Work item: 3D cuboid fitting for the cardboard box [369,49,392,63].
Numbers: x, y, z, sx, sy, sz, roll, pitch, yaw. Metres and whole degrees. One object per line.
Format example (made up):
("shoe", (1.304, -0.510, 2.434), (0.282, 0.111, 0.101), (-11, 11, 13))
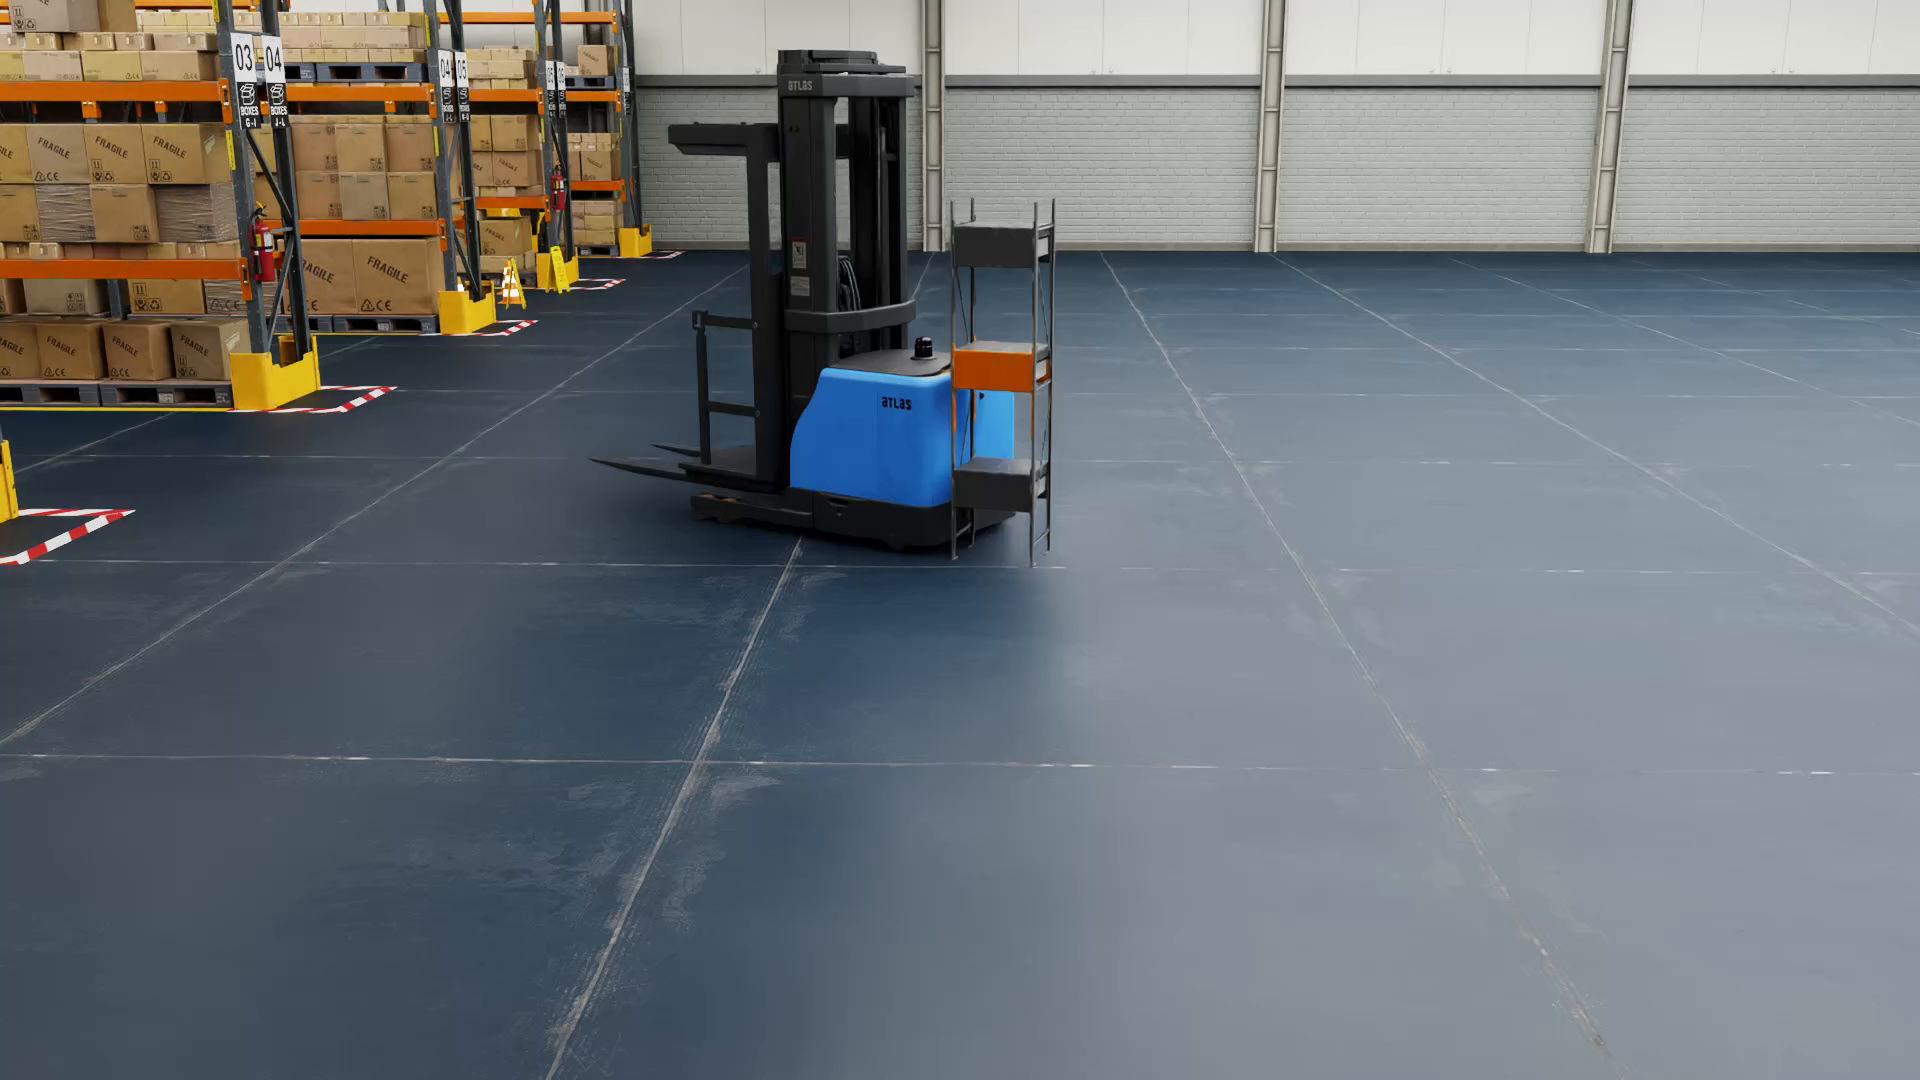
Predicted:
("cardboard box", (-6.534, -5.508, 18.932), (0.250, 0.149, 0.380), (0, 15, 2))

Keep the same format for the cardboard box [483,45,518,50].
("cardboard box", (-7.847, -8.278, 28.733), (0.637, 0.503, 0.797), (1, 15, 3))

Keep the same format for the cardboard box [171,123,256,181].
("cardboard box", (-6.712, -3.495, 14.968), (0.500, 0.500, 0.500), (0, 15, 1))

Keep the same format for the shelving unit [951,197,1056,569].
("shelving unit", (0.249, -0.915, 9.692), (0.503, 2.100, 0.431), (5, 16, 18))

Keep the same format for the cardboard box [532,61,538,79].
("cardboard box", (-6.412, -6.866, 24.317), (0.500, 0.250, 0.500), (0, 15, 0))

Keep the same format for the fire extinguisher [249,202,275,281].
("fire extinguisher", (-6.066, -2.591, 14.431), (0.183, 0.674, 0.296), (0, 15, 1))

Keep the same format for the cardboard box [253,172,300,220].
("cardboard box", (-7.951, -4.100, 19.708), (0.500, 0.550, 0.875), (0, 15, 1))

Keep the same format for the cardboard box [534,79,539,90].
("cardboard box", (-6.239, -6.687, 24.419), (0.250, 0.149, 0.380), (0, 15, 1))

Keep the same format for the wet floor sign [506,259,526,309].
("wet floor sign", (-5.862, -3.377, 21.874), (0.232, 0.644, 0.267), (-2, 15, -8))

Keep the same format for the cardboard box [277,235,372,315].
("cardboard box", (-7.501, -3.179, 19.851), (0.875, 0.875, 0.875), (0, 15, 1))

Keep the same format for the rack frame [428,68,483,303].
("rack frame", (-5.941, -4.010, 19.661), (0.127, 3.000, 1.000), (0, 15, 1))

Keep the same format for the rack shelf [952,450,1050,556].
("rack shelf", (0.249, -0.225, 9.874), (0.480, 0.518, 0.431), (5, 16, 18))

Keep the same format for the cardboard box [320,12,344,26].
("cardboard box", (-7.052, -5.897, 18.841), (0.250, 0.149, 0.380), (1, 15, 2))

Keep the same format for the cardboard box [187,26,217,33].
("cardboard box", (-8.450, -5.729, 18.986), (0.500, 0.250, 0.500), (0, 15, 1))

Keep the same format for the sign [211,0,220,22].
("sign", (-6.203, -4.483, 13.837), (0.005, 0.325, 0.100), (0, 15, 1))

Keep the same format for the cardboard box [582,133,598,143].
("cardboard box", (-6.404, -6.987, 28.894), (0.250, 0.149, 0.380), (0, 15, 2))

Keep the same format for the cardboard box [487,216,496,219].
("cardboard box", (-7.262, -4.588, 24.946), (0.500, 0.500, 0.500), (0, 15, -1))

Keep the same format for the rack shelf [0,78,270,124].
("rack shelf", (-8.168, -3.862, 14.628), (4.000, 0.370, 1.077), (0, 15, 1))

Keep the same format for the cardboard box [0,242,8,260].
("cardboard box", (-8.461, -2.566, 14.680), (0.250, 0.149, 0.380), (0, 15, 1))

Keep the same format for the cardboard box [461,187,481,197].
("cardboard box", (-7.065, -5.074, 24.186), (0.250, 0.149, 0.380), (1, 15, 2))

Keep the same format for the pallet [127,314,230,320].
("pallet", (-9.182, -2.663, 20.021), (1.213, 0.211, 1.003), (0, 15, 1))

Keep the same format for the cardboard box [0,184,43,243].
("cardboard box", (-8.219, -2.942, 14.833), (0.500, 0.500, 0.875), (0, 15, 1))

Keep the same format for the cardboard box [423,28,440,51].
("cardboard box", (-6.417, -5.852, 19.453), (0.500, 0.250, 0.500), (0, 15, 1))

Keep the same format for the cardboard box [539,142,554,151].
("cardboard box", (-7.176, -6.838, 28.910), (0.250, 0.149, 0.380), (0, 15, 0))

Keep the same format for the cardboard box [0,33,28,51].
("cardboard box", (-8.028, -4.263, 14.251), (0.250, 0.149, 0.380), (0, 15, -1))

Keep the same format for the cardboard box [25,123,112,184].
("cardboard box", (-7.725, -3.368, 14.487), (0.500, 0.500, 0.500), (0, 15, 1))

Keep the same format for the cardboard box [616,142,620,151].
("cardboard box", (-6.125, -6.970, 29.410), (0.250, 0.149, 0.380), (0, 15, 0))

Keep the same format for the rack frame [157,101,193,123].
("rack frame", (-13.790, -6.591, 29.444), (0.127, 3.000, 1.000), (0, 15, 1))

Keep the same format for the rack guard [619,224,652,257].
("rack guard", (-5.769, -5.331, 29.564), (0.348, 0.500, 1.175), (0, 15, 1))

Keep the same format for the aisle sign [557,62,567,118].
("aisle sign", (-5.846, -6.609, 24.415), (0.004, 0.787, 0.394), (0, 15, 1))

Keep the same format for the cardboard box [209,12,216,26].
("cardboard box", (-8.313, -5.905, 18.873), (0.250, 0.149, 0.380), (0, 15, 1))

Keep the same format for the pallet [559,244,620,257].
("pallet", (-6.559, -5.185, 29.580), (1.213, 0.211, 1.003), (0, 15, 1))

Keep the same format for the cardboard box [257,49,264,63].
("cardboard box", (-7.807, -5.517, 18.963), (0.250, 0.149, 0.380), (1, 15, 2))

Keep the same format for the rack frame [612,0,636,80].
("rack frame", (-5.793, -9.440, 28.481), (0.127, 3.000, 1.000), (0, 15, 1))

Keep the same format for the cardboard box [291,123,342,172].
("cardboard box", (-7.420, -4.636, 19.620), (0.550, 0.550, 0.875), (0, 15, 1))

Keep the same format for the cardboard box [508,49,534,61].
("cardboard box", (-6.262, -6.915, 23.719), (0.250, 0.149, 0.380), (1, 15, 2))

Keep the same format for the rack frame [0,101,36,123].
("rack frame", (-13.913, -5.326, 24.646), (0.127, 3.000, 1.000), (0, 15, 1))

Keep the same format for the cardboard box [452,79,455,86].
("cardboard box", (-7.296, -6.545, 23.881), (0.250, 0.149, 0.380), (0, 15, 1))

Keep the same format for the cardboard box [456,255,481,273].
("cardboard box", (-7.249, -4.089, 24.526), (0.500, 0.250, 0.500), (0, 15, 2))

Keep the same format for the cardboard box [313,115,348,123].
("cardboard box", (-8.970, -5.908, 24.114), (0.500, 0.500, 0.700), (0, 15, 2))

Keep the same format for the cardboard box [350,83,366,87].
("cardboard box", (-8.582, -6.558, 23.930), (0.250, 0.149, 0.380), (0, 15, 0))

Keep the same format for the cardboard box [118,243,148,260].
("cardboard box", (-7.210, -2.570, 14.693), (0.250, 0.149, 0.380), (0, 15, 1))

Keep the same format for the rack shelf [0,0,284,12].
("rack shelf", (-11.914, -7.672, 23.974), (4.000, 0.370, 1.077), (0, 15, 1))

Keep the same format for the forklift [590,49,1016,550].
("forklift", (-1.149, -1.624, 10.750), (3.031, 2.935, 1.130), (10, 18, 33))

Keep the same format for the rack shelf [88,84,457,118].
("rack shelf", (-7.941, -5.126, 19.419), (4.000, 0.370, 1.077), (0, 15, 1))

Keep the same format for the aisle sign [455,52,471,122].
("aisle sign", (-5.863, -5.344, 19.617), (0.004, 0.787, 0.394), (0, 15, 1))

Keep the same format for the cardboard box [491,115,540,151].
("cardboard box", (-6.432, -5.897, 24.071), (0.500, 0.500, 0.700), (0, 15, 0))

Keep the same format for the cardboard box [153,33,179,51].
("cardboard box", (-6.712, -4.271, 14.280), (0.250, 0.149, 0.380), (0, 15, 0))
